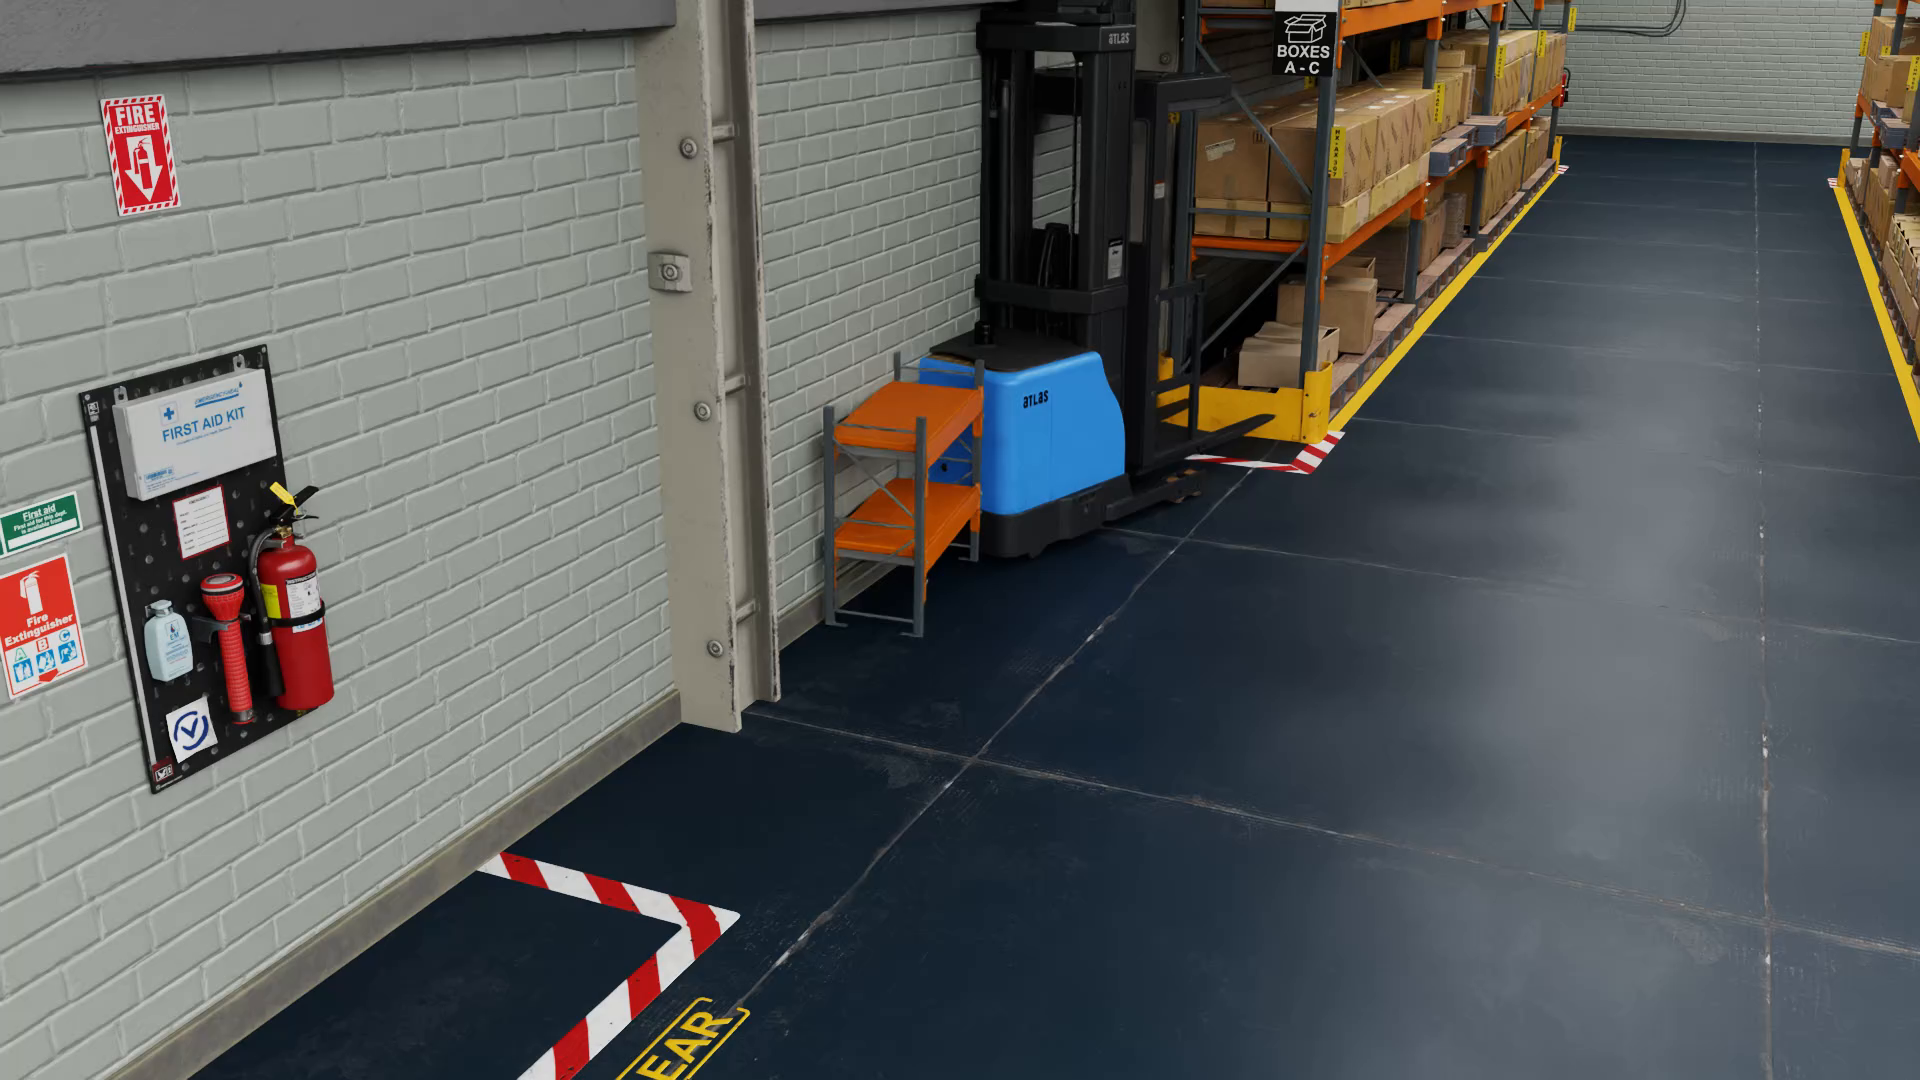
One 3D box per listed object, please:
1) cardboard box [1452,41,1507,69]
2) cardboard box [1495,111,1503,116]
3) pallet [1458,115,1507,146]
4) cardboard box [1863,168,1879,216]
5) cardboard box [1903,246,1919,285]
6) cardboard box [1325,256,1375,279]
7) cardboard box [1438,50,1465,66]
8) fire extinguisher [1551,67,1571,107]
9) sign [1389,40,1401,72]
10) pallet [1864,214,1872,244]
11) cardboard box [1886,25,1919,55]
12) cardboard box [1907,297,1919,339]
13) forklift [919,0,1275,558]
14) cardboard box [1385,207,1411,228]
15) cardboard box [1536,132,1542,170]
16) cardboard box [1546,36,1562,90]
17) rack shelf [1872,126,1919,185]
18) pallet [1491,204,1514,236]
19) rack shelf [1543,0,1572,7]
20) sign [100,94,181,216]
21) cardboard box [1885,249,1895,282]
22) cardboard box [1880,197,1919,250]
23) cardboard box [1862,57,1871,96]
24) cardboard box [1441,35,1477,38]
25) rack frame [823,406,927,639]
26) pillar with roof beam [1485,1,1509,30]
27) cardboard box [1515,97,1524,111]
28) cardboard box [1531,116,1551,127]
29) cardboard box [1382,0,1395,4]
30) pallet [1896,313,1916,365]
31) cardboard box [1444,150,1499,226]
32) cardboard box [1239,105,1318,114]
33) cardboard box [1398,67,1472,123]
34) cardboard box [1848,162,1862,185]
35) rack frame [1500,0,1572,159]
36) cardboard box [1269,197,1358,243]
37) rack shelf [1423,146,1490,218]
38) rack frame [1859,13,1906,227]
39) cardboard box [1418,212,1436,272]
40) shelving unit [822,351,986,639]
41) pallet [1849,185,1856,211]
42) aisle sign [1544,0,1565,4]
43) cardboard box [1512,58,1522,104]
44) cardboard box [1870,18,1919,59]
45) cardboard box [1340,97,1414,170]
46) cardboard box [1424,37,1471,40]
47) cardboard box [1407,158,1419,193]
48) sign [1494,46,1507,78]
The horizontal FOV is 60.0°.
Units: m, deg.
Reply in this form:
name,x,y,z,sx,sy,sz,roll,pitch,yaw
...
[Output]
name,x,y,z,sx,sy,sz,roll,pitch,yaw
cardboard box,5.645,-5.276,18.084,0.500,0.250,0.500,9,22,24
cardboard box,5.855,-4.719,18.606,0.380,0.149,0.250,9,22,24
pallet,5.017,-4.290,17.343,1.213,0.211,1.003,9,21,23
cardboard box,10.950,-4.073,19.518,0.500,0.500,0.500,8,21,20
cardboard box,8.413,-2.354,14.251,0.500,0.311,0.500,8,21,23
cardboard box,3.185,-2.097,13.964,0.500,0.500,0.500,7,21,19
cardboard box,5.098,-5.064,17.457,0.380,0.149,0.250,6,20,16
fire extinguisher,8.971,-6.830,24.868,0.296,0.674,0.183,9,21,23
sign,4.704,-5.234,17.982,0.100,0.325,0.005,9,21,23
pallet,11.072,-3.590,19.248,1.003,0.211,1.213,9,21,23
cardboard box,11.341,-5.866,19.845,0.500,0.500,0.500,9,21,23
cardboard box,8.000,-1.781,13.477,0.500,0.250,0.500,8,21,22
forklift,0.867,-1.699,9.871,1.130,2.935,3.031,16,25,38
cardboard box,4.037,-3.136,15.764,0.500,0.250,0.500,8,21,22
cardboard box,7.882,-5.544,23.686,0.700,0.500,0.500,8,21,21
cardboard box,8.000,-6.819,23.719,0.980,0.700,0.700,8,21,22
rack shelf,10.552,-4.207,17.896,1.077,0.370,4.000,9,21,23
pallet,6.104,-3.902,20.125,1.003,0.211,1.213,9,21,23
rack shelf,7.669,-7.522,22.740,1.077,0.370,4.000,9,21,23
sign,-2.165,-1.020,4.399,0.001,0.298,0.199,9,21,23
cardboard box,9.045,-2.564,15.677,0.500,0.250,0.500,8,21,21
cardboard box,9.901,-3.282,17.296,0.500,0.500,0.500,9,22,25
cardboard box,12.380,-6.170,22.191,0.500,0.500,0.500,8,21,22
cardboard box,5.797,-5.808,19.580,0.500,0.250,0.500,8,21,21
rack frame,-0.411,-0.077,7.977,0.500,1.125,0.032,7,23,14
pillar with roof beam,12.732,-10.239,24.829,9.100,9.000,0.400,9,21,23
cardboard box,6.686,-5.343,20.360,0.380,0.149,0.250,9,21,23
cardboard box,8.406,-6.093,24.260,0.380,0.149,0.250,8,21,22
cardboard box,2.762,-4.024,11.652,0.500,0.500,0.500,10,22,25
pallet,8.361,-1.629,13.734,1.003,0.211,1.213,9,21,23
cardboard box,5.633,-4.005,18.836,0.750,0.750,0.750,8,21,22
cardboard box,2.358,-2.944,12.346,0.500,0.500,0.500,8,21,21
cardboard box,4.824,-4.548,16.975,0.700,0.500,0.500,6,21,18
cardboard box,12.118,-4.859,22.102,0.500,0.250,0.500,9,21,23
rack frame,8.488,-7.059,24.841,1.000,3.000,0.127,9,21,23
cardboard box,2.425,-2.212,11.406,0.500,0.250,0.500,8,21,21
rack shelf,4.393,-3.663,16.366,1.077,0.370,4.000,9,21,23
rack frame,11.371,-5.158,19.495,1.000,3.000,0.127,9,21,23
cardboard box,4.272,-2.963,16.397,0.700,0.500,0.500,9,21,23
shelving unit,-0.270,-0.257,8.431,0.538,1.125,1.048,7,23,14
pallet,12.151,-4.428,21.604,1.003,0.211,1.213,9,21,23
aisle sign,8.791,-8.265,24.351,0.394,0.787,0.004,9,21,23
cardboard box,6.277,-5.394,19.536,0.500,0.500,0.500,9,22,24
cardboard box,12.379,-6.638,22.017,0.500,0.500,0.500,9,21,23
cardboard box,3.247,-3.190,13.036,0.500,0.500,0.500,8,21,21
cardboard box,5.589,-5.652,19.142,0.500,0.250,0.500,8,21,21
cardboard box,3.445,-2.992,13.599,0.500,0.250,0.500,9,21,23
sign,5.711,-5.050,17.582,0.100,0.325,0.005,9,21,23
